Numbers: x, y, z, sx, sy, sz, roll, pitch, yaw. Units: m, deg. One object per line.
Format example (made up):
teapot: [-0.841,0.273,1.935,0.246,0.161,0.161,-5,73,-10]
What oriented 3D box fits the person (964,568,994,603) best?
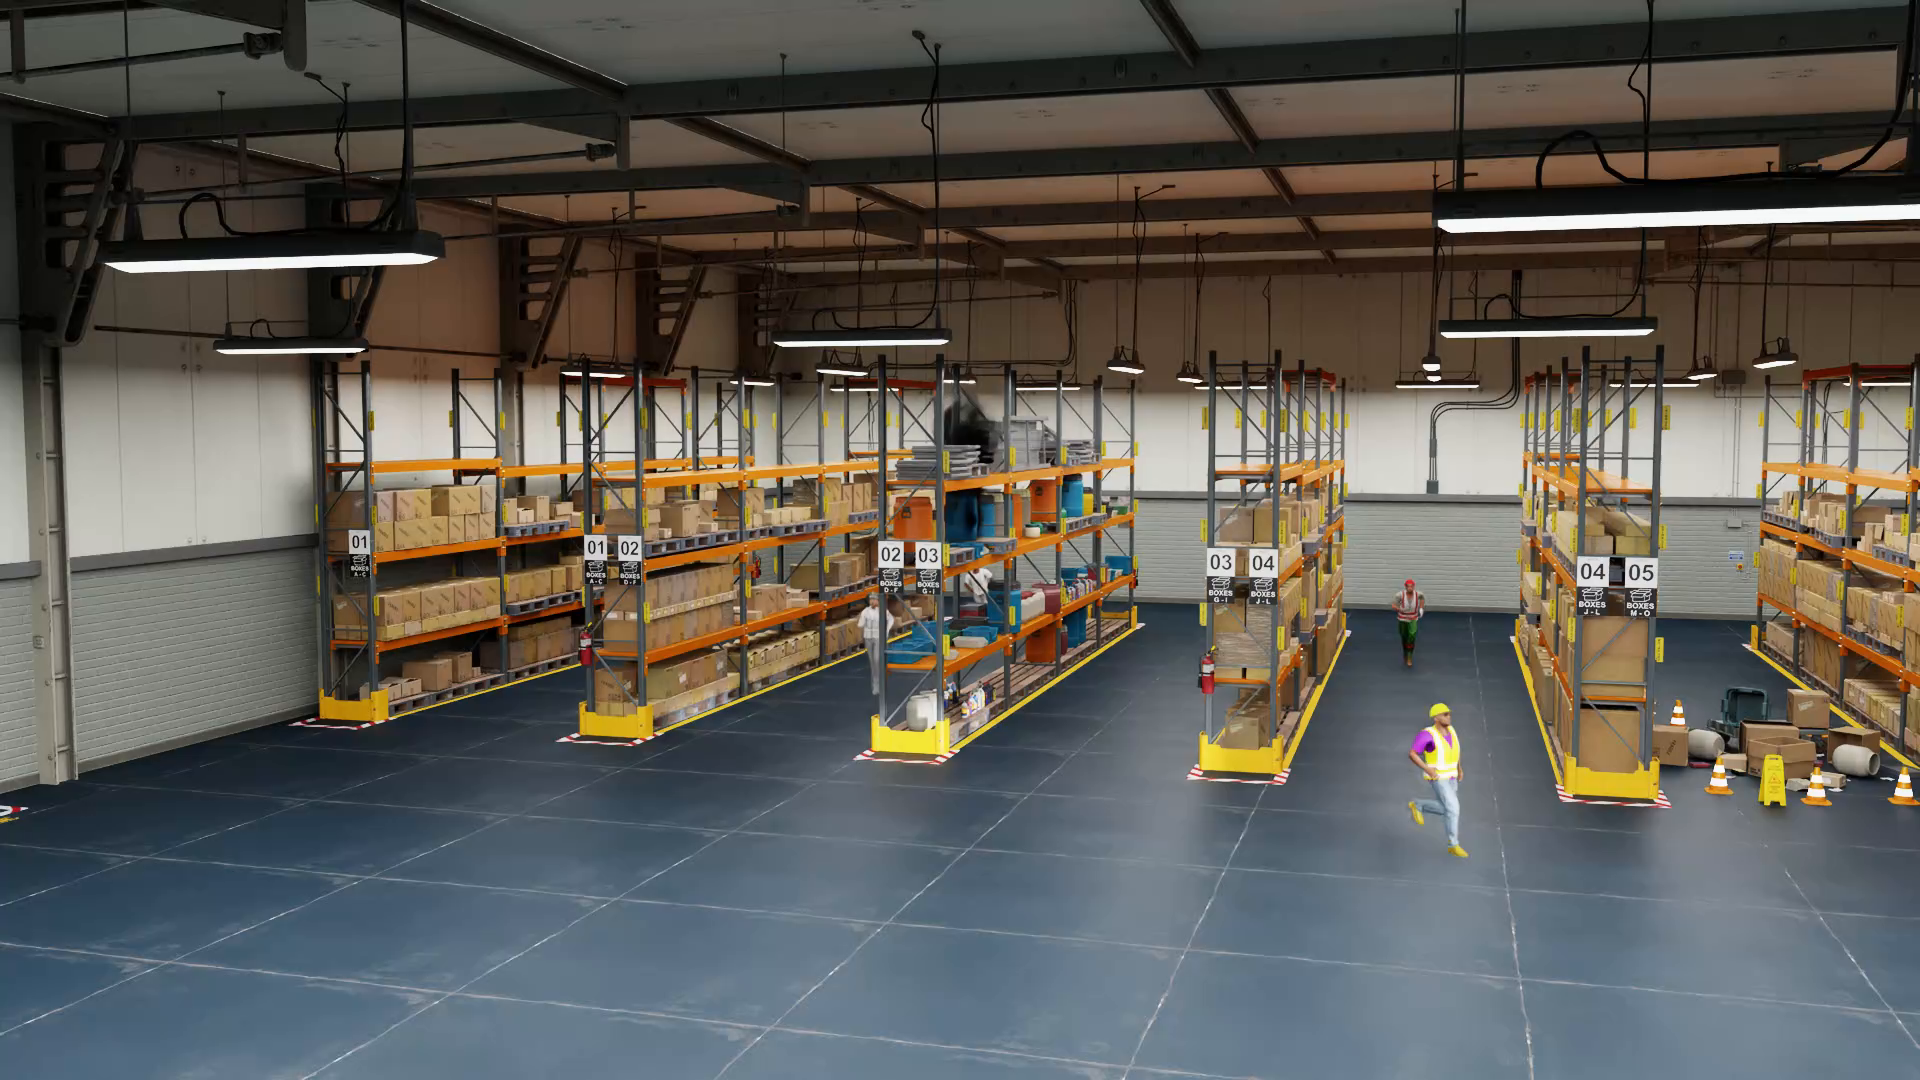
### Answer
person: [0.462,1.289,40.211,0.738,1.687,0.582,1,4,9]

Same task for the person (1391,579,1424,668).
person: [9.231,1.677,34.286,0.654,1.788,1.063,1,4,15]

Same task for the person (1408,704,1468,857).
person: [5.595,2.773,19.451,0.693,1.737,0.903,-3,5,-38]

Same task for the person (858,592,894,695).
person: [-1.505,1.794,29.210,0.594,1.795,0.686,1,4,15]
